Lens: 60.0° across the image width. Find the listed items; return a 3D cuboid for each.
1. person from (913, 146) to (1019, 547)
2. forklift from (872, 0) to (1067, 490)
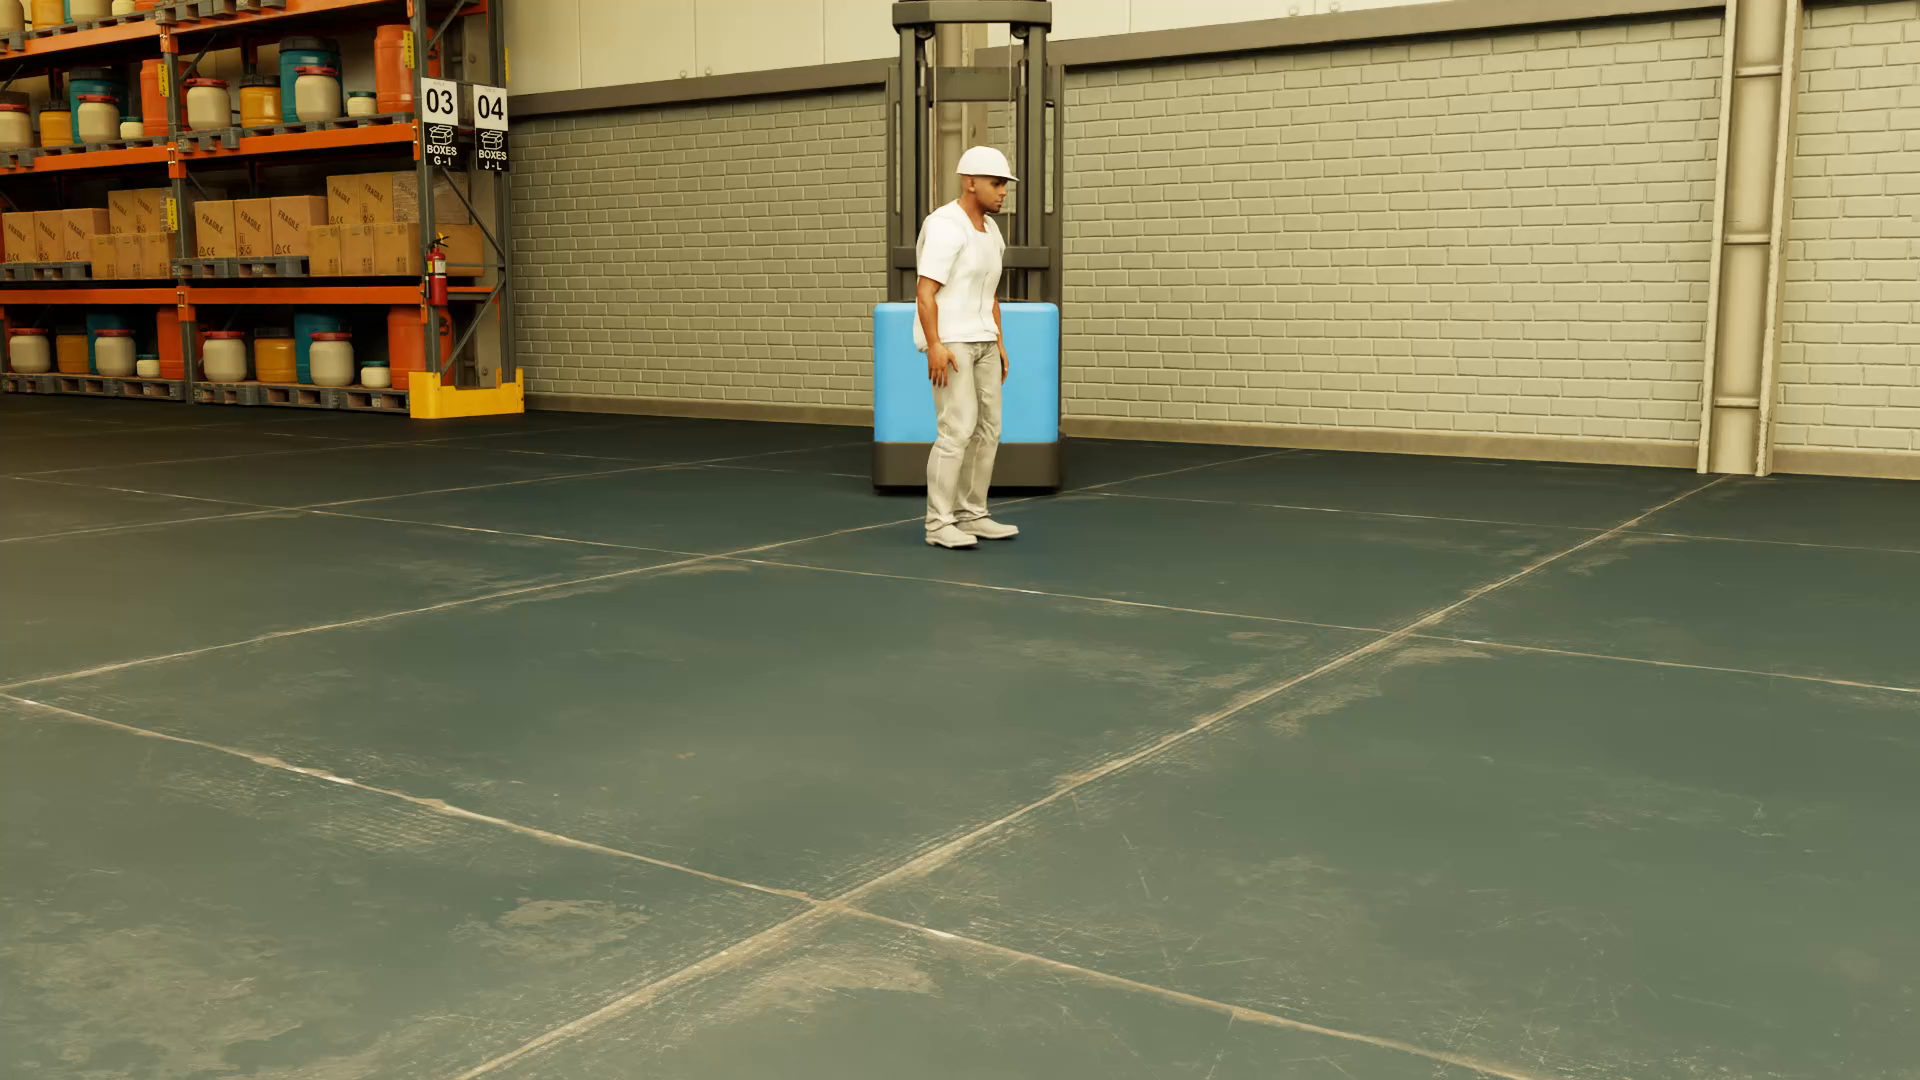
[{"bbox_3d":[0.038,-0.867,7.465,0.460,1.760,0.626,5,10,32],"label":"person"},{"bbox_3d":[0.104,-1.890,10.483,1.130,2.935,3.031,0,8,3],"label":"forklift"}]
